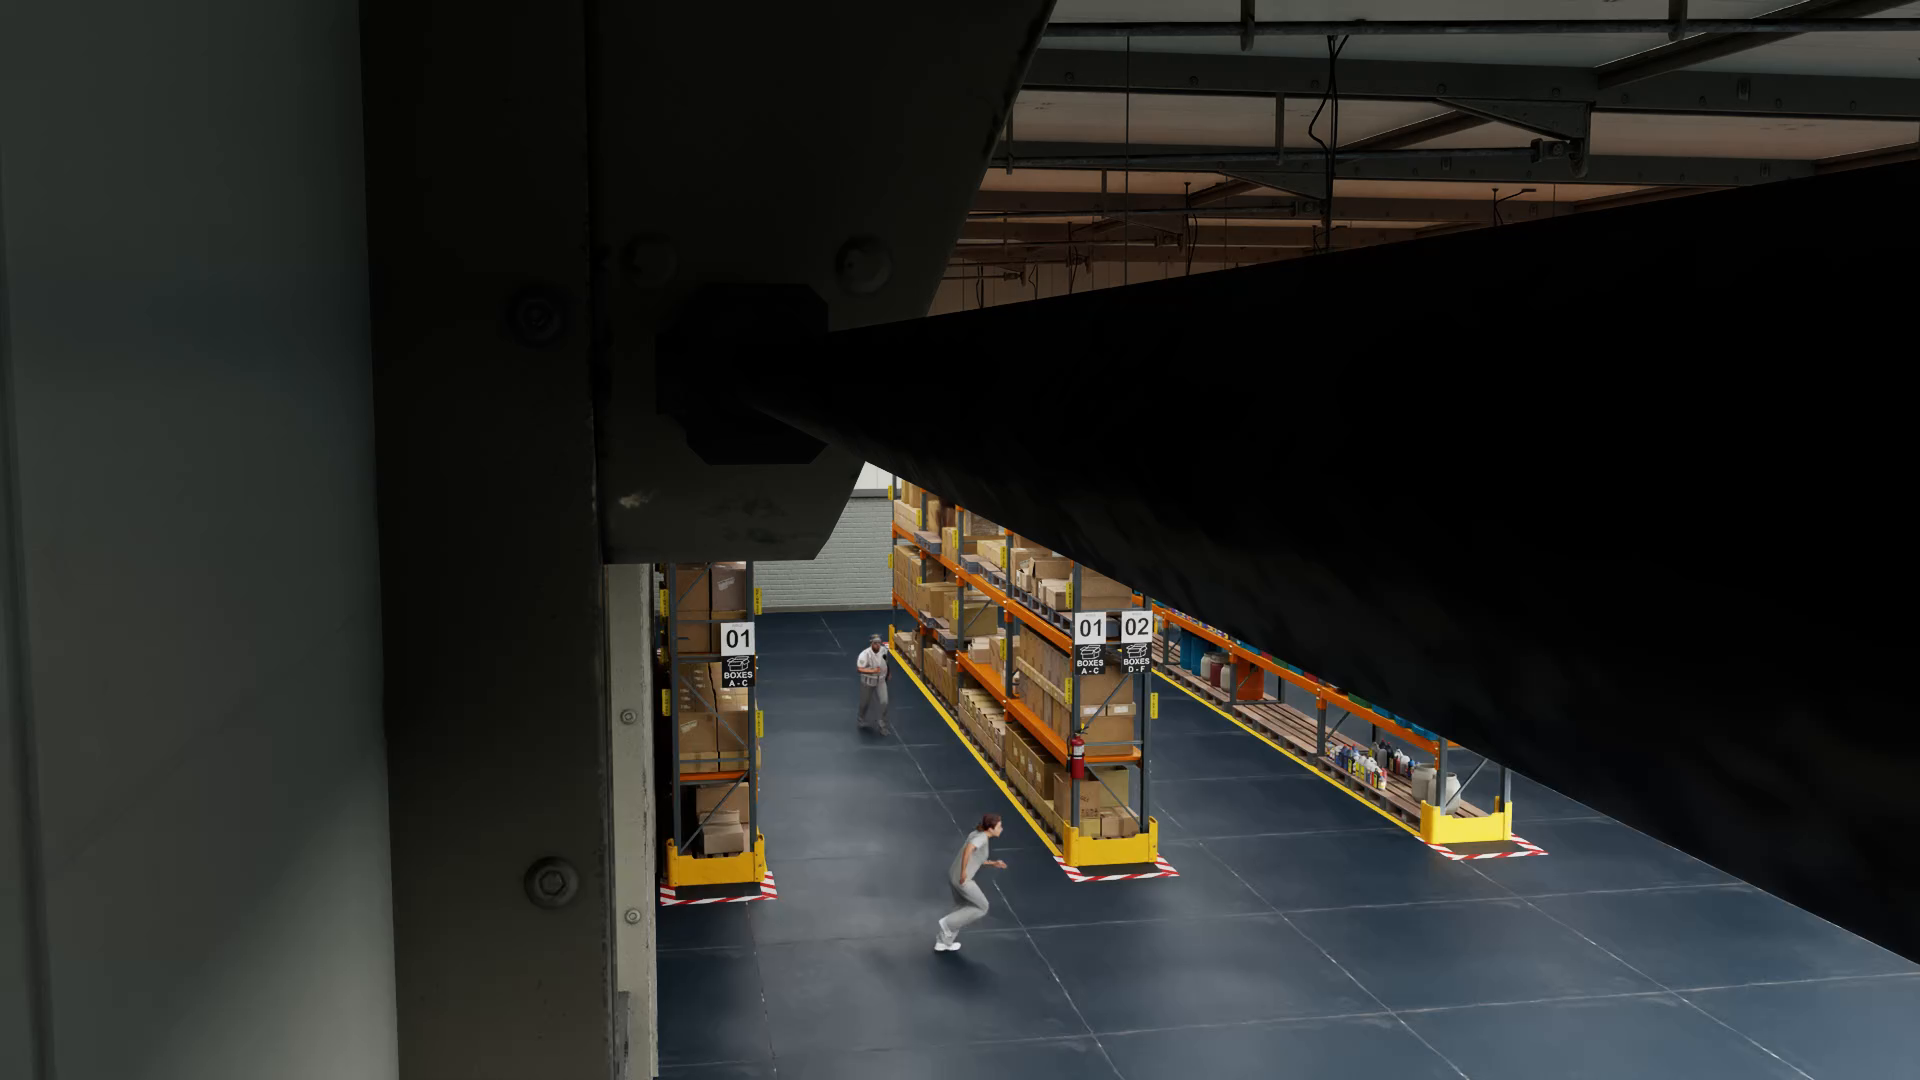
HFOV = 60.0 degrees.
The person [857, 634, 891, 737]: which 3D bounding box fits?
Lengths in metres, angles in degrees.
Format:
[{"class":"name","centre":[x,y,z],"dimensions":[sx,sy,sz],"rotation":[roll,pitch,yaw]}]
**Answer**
[{"class":"person","centre":[-1.471,2.425,28.254],"dimensions":[0.669,1.755,0.999],"rotation":[-3,7,-23]}]

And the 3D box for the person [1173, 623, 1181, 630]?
[{"class":"person","centre":[5.427,1.250,38.962],"dimensions":[0.722,1.685,0.797],"rotation":[2,7,22]}]

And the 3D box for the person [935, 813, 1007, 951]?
[{"class":"person","centre":[0.123,3.672,17.781],"dimensions":[0.793,1.500,0.592],"rotation":[-1,6,-5]}]
